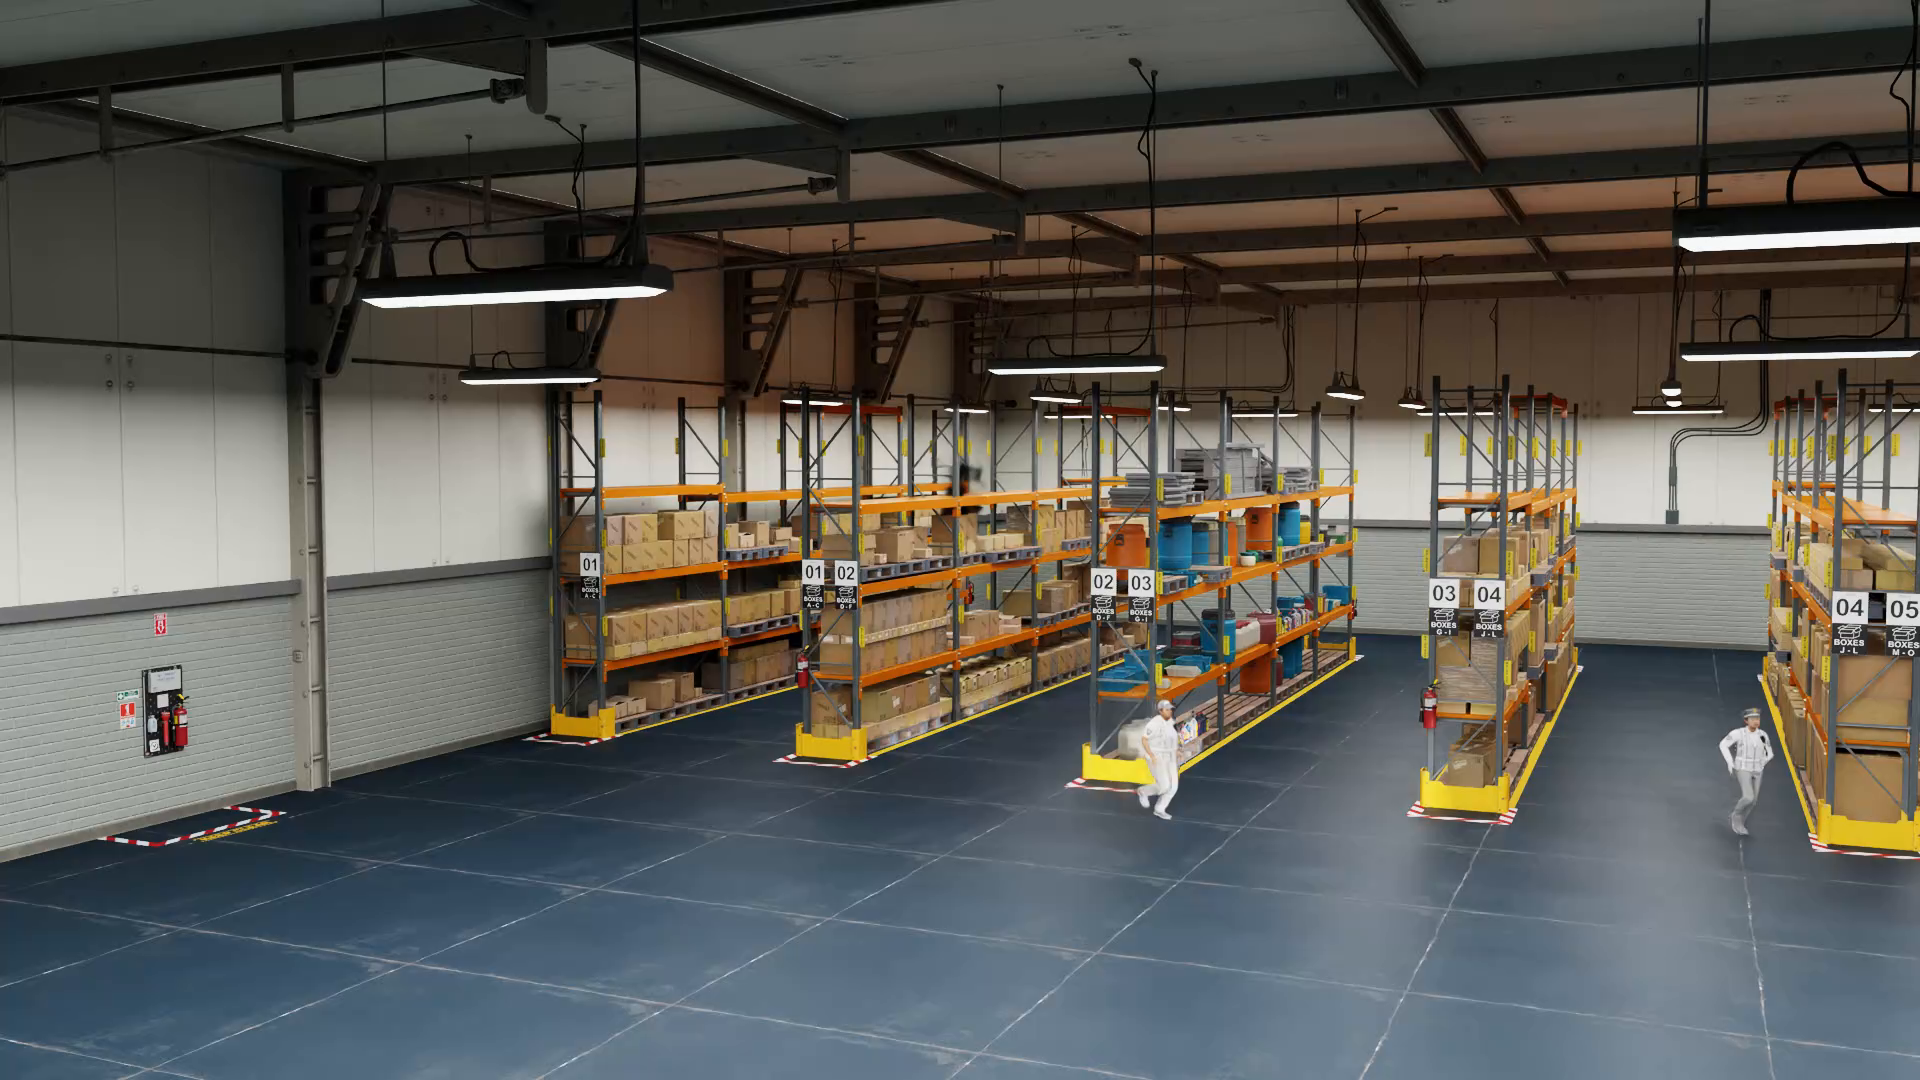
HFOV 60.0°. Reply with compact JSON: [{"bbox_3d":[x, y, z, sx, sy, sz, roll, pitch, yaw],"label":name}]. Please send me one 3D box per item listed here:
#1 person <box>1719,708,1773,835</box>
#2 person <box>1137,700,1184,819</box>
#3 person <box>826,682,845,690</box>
[{"bbox_3d":[10.174,2.981,21.434,0.599,1.650,0.595,0,3,-1],"label":"person"},{"bbox_3d":[2.715,2.963,22.523,0.600,1.621,0.580,-3,4,-40],"label":"person"},{"bbox_3d":[-2.222,2.385,30.852,0.697,1.750,0.672,1,3,22],"label":"person"}]
